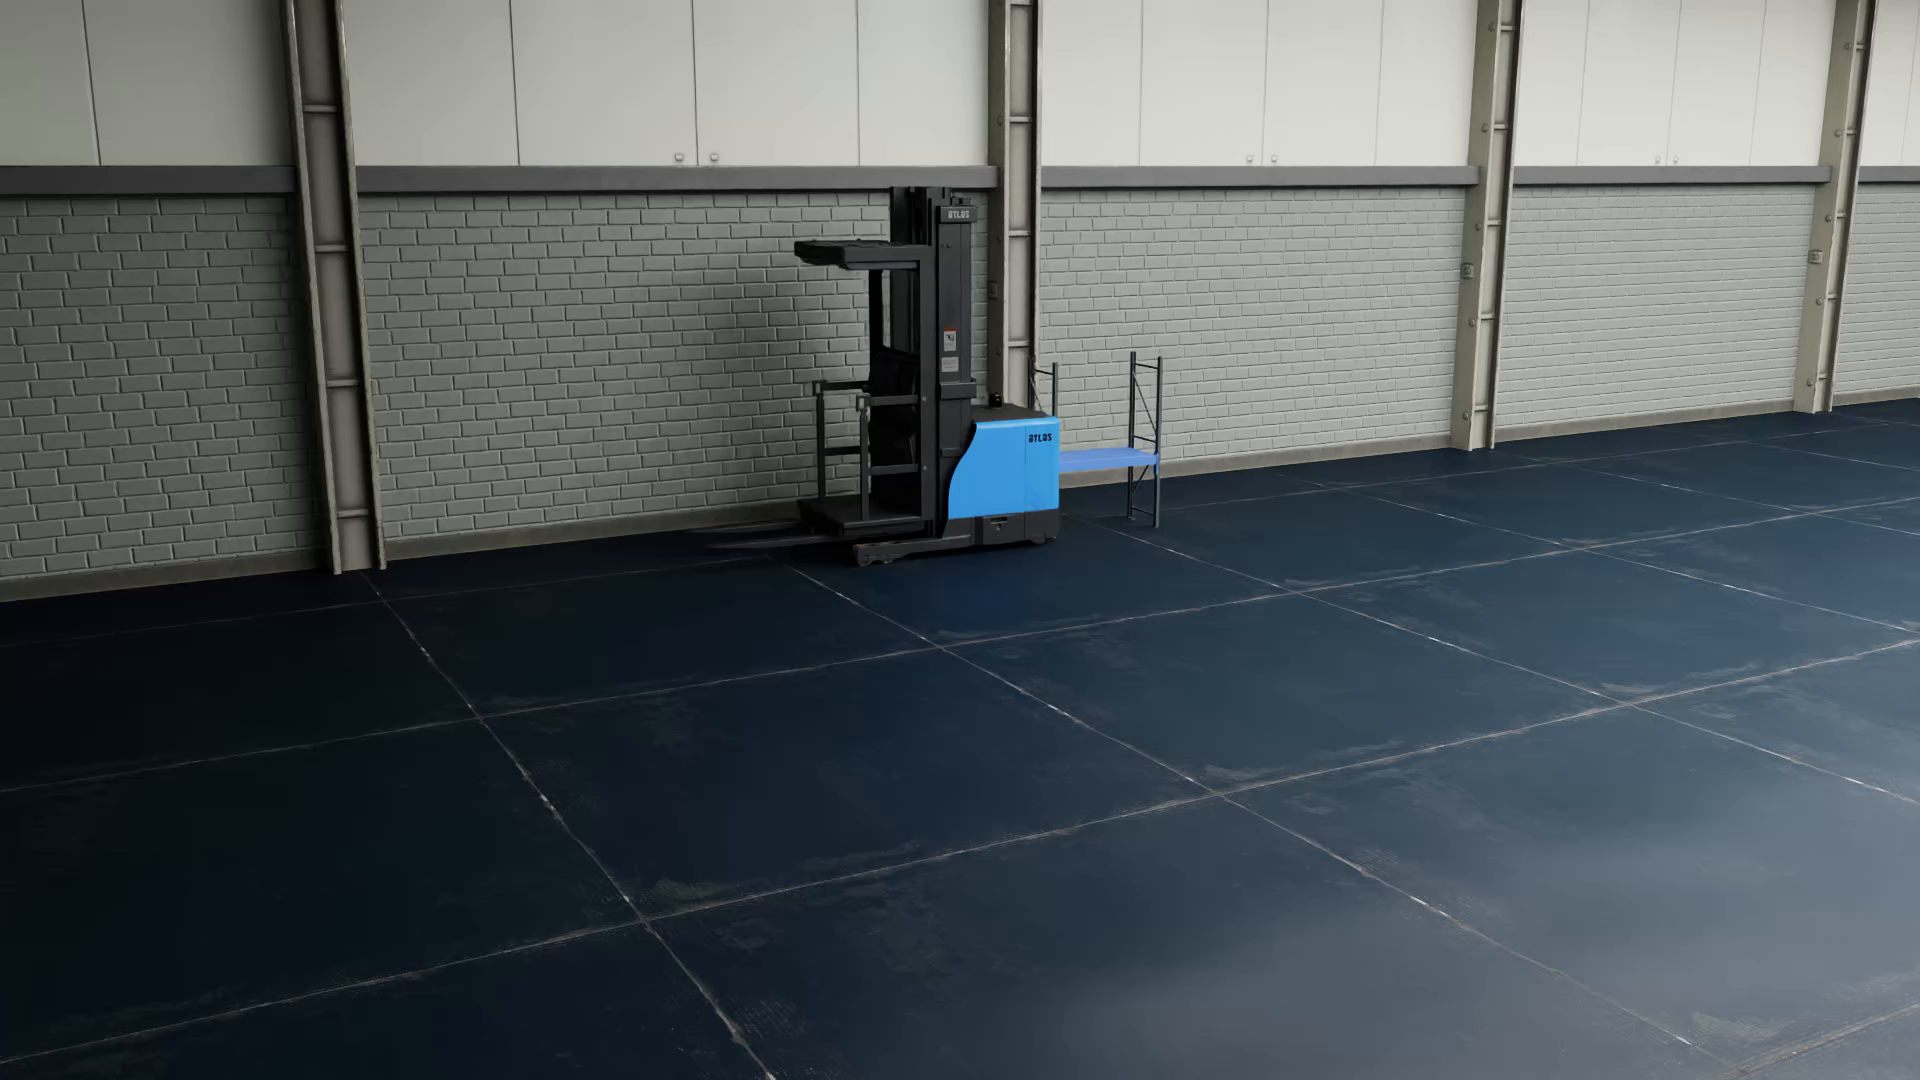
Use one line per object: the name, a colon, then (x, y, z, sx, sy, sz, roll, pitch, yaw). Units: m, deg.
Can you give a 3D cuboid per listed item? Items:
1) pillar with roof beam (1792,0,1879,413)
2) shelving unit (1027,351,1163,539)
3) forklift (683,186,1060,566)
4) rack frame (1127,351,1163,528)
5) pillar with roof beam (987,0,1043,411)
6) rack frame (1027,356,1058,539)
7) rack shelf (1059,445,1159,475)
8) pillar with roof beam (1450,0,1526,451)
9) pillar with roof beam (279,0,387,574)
pillar with roof beam: (13.096, -5.237, 16.882, 0.400, 9.000, 9.100, -7, 14, -28)
shelving unit: (1.162, -0.840, 14.426, 1.048, 1.500, 0.538, -6, 14, -24)
forklift: (-0.719, -1.357, 13.465, 3.031, 2.935, 1.130, -6, 14, -24)
rack frame: (1.624, -0.887, 14.633, 0.032, 1.500, 0.500, -6, 14, -24)
pillar with roof beam: (2.563, -3.974, 11.273, 0.400, 9.000, 9.100, -7, 14, -28)
rack frame: (0.700, -0.793, 14.219, 0.032, 1.500, 0.500, -6, 14, -24)
rack shelf: (1.162, -0.665, 14.465, 1.000, 0.185, 0.538, -6, 14, -24)
pillar with roof beam: (7.830, -4.605, 14.077, 0.400, 9.000, 9.100, -7, 14, -28)
pillar with roof beam: (-2.703, -3.343, 8.468, 0.400, 9.000, 9.100, -7, 14, -28)
